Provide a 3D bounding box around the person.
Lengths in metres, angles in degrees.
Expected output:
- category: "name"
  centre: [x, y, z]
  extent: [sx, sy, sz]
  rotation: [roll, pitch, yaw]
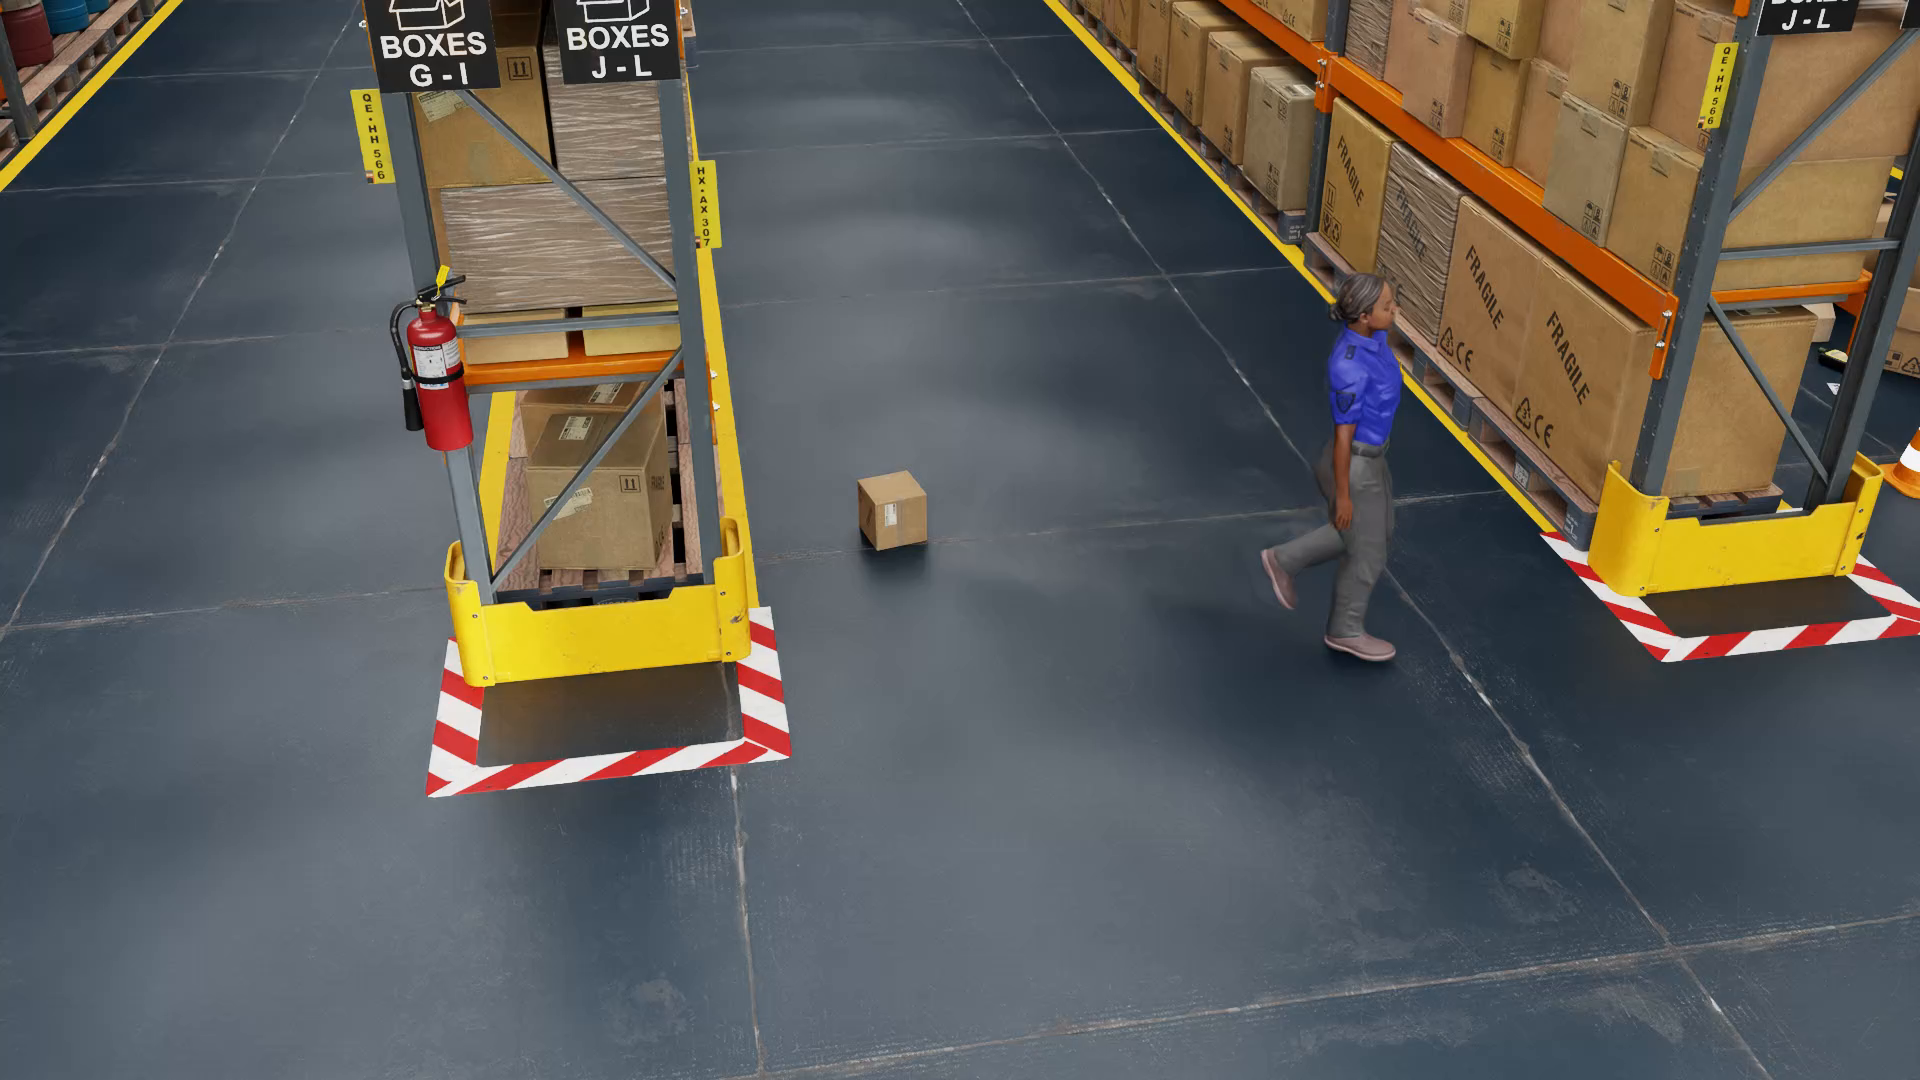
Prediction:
- category: "person"
  centre: [1.529, -0.298, 6.603]
  extent: [0.619, 1.631, 0.460]
  rotation: [11, 33, 17]
